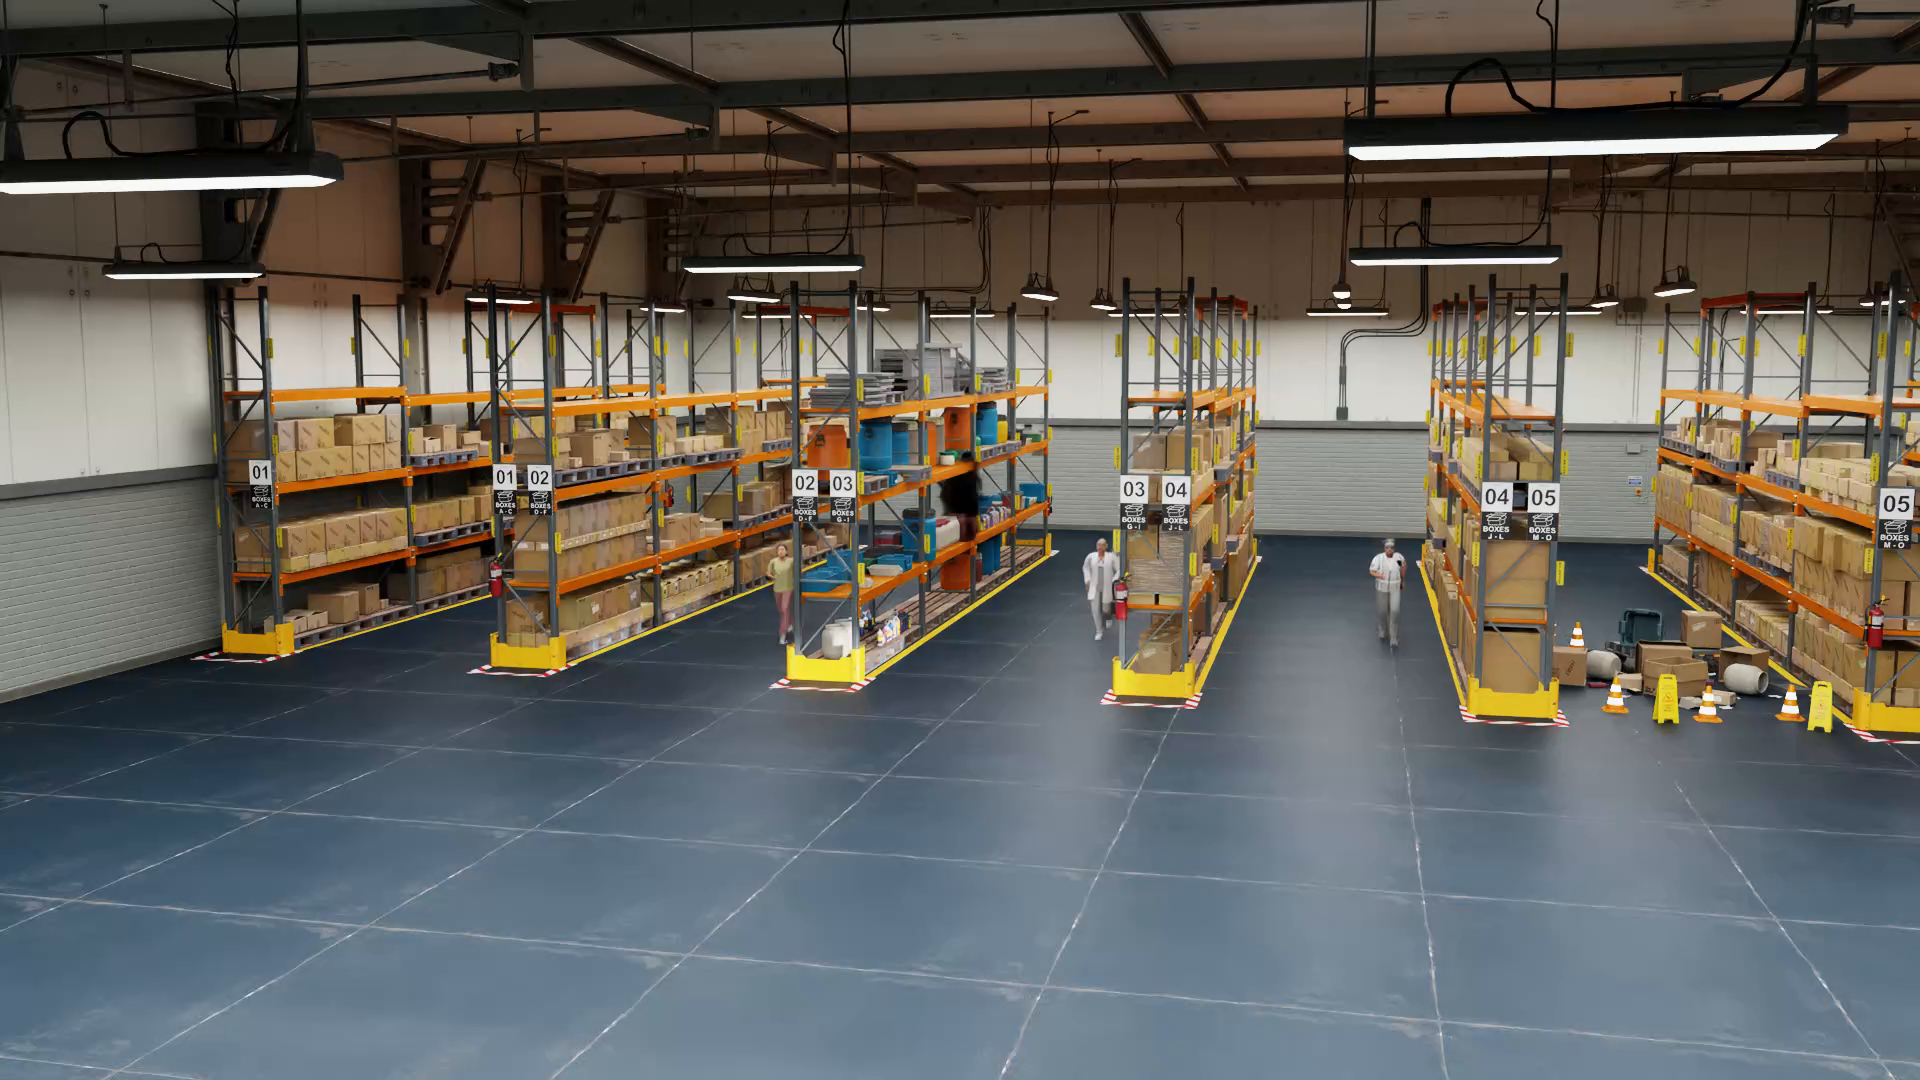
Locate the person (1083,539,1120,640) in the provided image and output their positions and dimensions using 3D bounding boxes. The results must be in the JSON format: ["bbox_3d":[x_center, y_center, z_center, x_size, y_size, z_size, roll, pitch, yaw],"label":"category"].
[{"bbox_3d":[2.449,0.828,28.690,0.695,1.734,0.782,2,7,14],"label":"person"}]

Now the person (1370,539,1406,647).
[{"bbox_3d":[7.313,0.859,28.444,0.608,1.813,0.909,2,7,14],"label":"person"}]

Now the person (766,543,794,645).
[{"bbox_3d":[-3.052,0.899,28.659,0.544,1.709,1.009,2,7,13],"label":"person"}]
